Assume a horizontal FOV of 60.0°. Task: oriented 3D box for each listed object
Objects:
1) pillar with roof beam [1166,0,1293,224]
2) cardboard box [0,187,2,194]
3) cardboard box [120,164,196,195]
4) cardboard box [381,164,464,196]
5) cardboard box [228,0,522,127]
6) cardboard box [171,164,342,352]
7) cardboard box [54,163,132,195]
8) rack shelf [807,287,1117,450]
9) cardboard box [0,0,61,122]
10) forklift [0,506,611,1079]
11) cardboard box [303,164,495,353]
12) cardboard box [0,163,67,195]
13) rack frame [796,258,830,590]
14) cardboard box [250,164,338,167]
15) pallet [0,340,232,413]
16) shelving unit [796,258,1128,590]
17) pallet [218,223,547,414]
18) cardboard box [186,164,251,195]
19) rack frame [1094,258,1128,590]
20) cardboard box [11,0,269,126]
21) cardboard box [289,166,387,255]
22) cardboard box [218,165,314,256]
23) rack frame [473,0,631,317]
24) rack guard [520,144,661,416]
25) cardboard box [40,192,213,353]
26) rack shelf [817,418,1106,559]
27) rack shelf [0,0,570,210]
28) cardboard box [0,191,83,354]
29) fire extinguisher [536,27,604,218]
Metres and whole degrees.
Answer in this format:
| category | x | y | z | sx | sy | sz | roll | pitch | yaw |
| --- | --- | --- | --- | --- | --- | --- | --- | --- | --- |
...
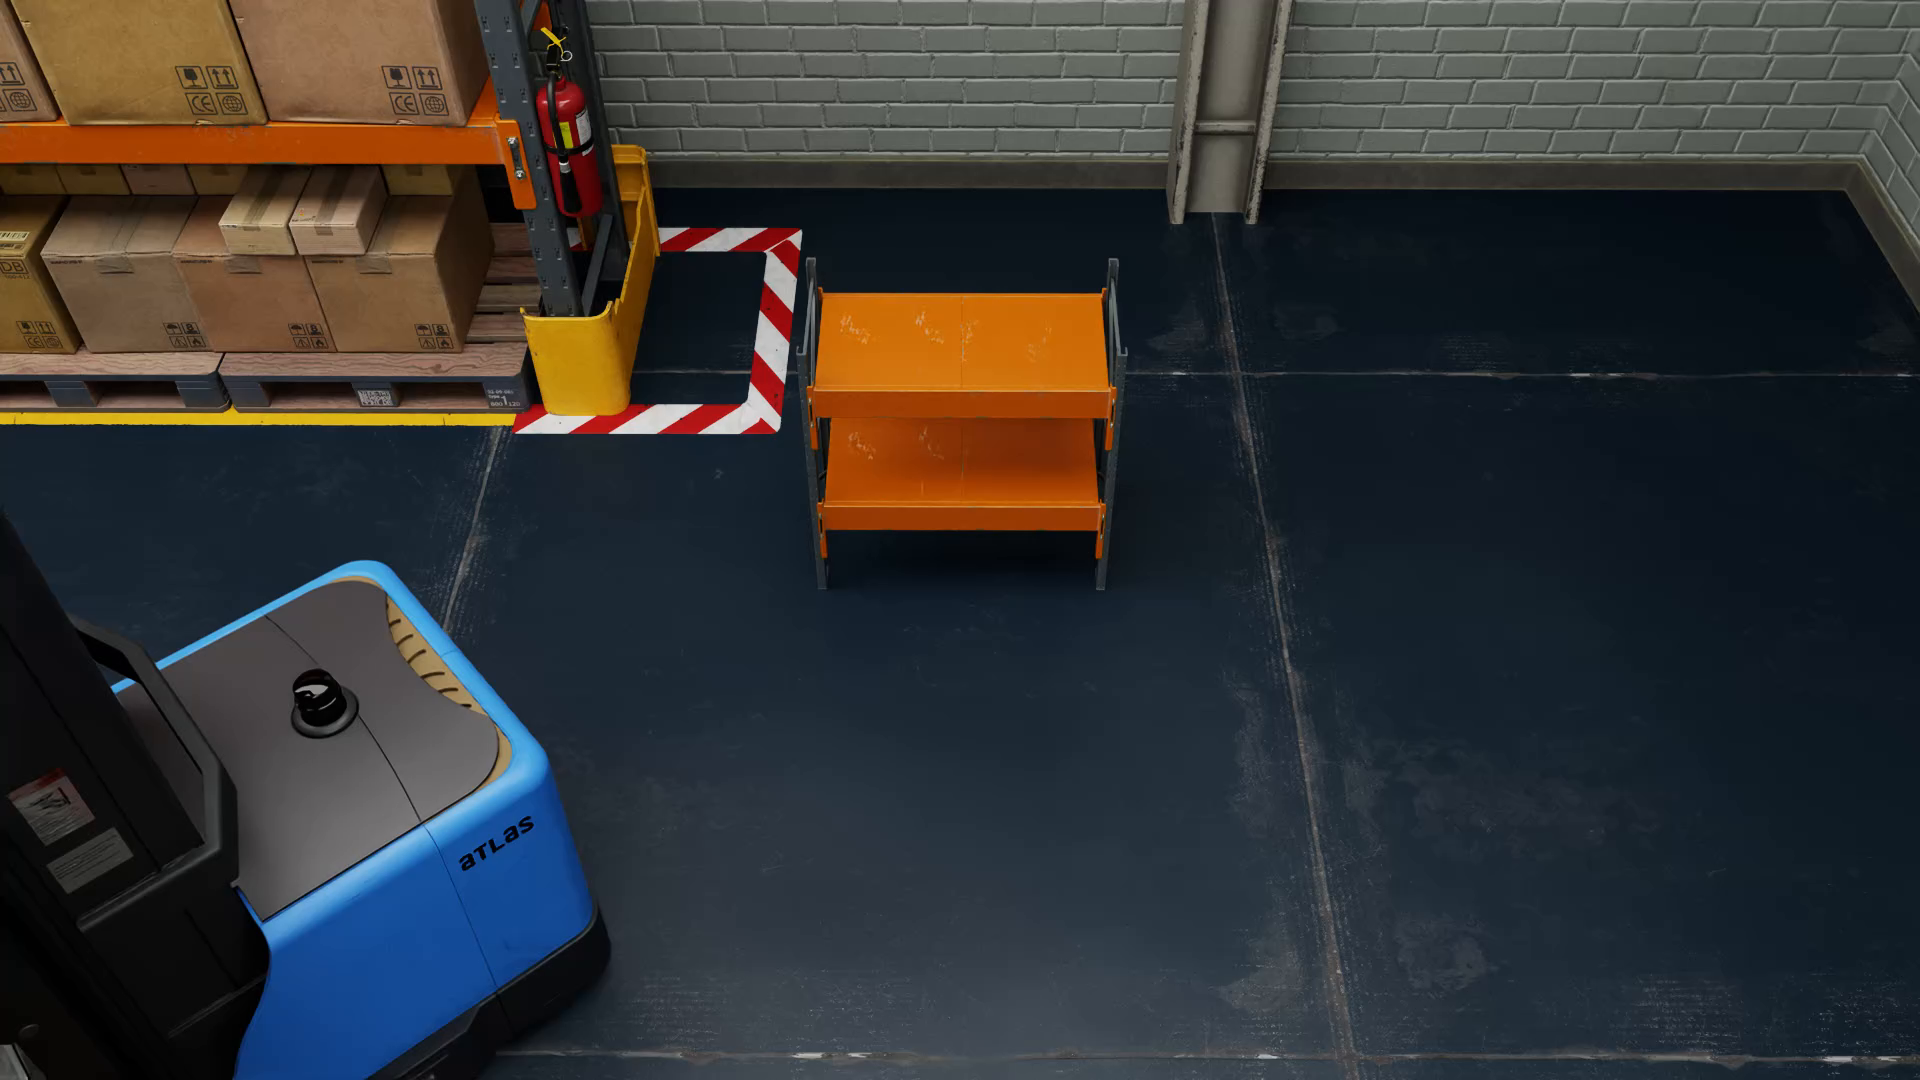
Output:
| category | x | y | z | sx | sy | sz | roll | pitch | yaw |
| --- | --- | --- | --- | --- | --- | --- | --- | --- | --- |
| pillar with roof beam | 1.146 | -1.471 | 1.472 | 0.400 | 9.000 | 9.100 | 0 | 47 | 0 |
| cardboard box | -3.895 | -1.543 | 6.615 | 0.250 | 0.149 | 0.380 | 1 | 47 | 1 |
| cardboard box | -3.127 | -1.542 | 6.614 | 0.250 | 0.149 | 0.380 | 1 | 47 | 1 |
| cardboard box | -2.116 | -1.540 | 6.612 | 0.250 | 0.149 | 0.380 | 0 | 47 | 0 |
| cardboard box | -2.051 | -2.049 | 5.903 | 0.700 | 0.700 | 0.980 | 2 | 47 | 2 |
| cardboard box | -2.742 | -1.174 | 6.714 | 0.500 | 0.500 | 0.700 | 0 | 47 | 0 |
| cardboard box | -3.384 | -1.542 | 6.614 | 0.250 | 0.149 | 0.380 | 1 | 47 | 1 |
| rack shelf | 0.007 | -0.583 | 5.624 | 1.000 | 0.278 | 0.538 | 0 | 47 | 0 |
| cardboard box | -3.541 | -2.052 | 5.905 | 0.700 | 0.700 | 0.980 | -2 | 47 | -2 |
| forklift | -2.495 | 0.736 | 3.563 | 3.031 | 2.935 | 1.130 | -32 | 55 | -26 |
| cardboard box | -2.242 | -1.173 | 6.713 | 0.500 | 0.500 | 0.700 | 0 | 47 | 0 |
| cardboard box | -3.637 | -1.543 | 6.615 | 0.250 | 0.149 | 0.380 | -1 | 47 | -1 |
| rack frame | -0.502 | -0.385 | 5.840 | 0.032 | 1.125 | 0.500 | 0 | 47 | 0 |
| cardboard box | -2.622 | -1.541 | 6.612 | 0.250 | 0.149 | 0.380 | 0 | 47 | 0 |
| pallet | -3.558 | -0.953 | 6.993 | 1.213 | 0.211 | 1.003 | 0 | 47 | 0 |
| shelving unit | 0.007 | -0.383 | 5.838 | 1.048 | 1.125 | 0.538 | 0 | 47 | 0 |
| pallet | -2.341 | -0.947 | 6.988 | 1.213 | 0.211 | 1.003 | 0 | 47 | 0 |
| cardboard box | -2.873 | -1.542 | 6.613 | 0.250 | 0.149 | 0.380 | 1 | 47 | 0 |
| rack frame | 0.515 | -0.382 | 5.837 | 0.032 | 1.125 | 0.500 | 0 | 47 | 0 |
| cardboard box | -2.779 | -2.043 | 5.897 | 0.700 | 0.700 | 0.980 | 0 | 47 | 0 |
| cardboard box | -2.371 | -1.261 | 6.352 | 0.250 | 0.149 | 0.380 | 0 | 47 | 0 |
| cardboard box | -2.626 | -1.261 | 6.352 | 0.250 | 0.149 | 0.380 | 1 | 47 | 1 |
| rack frame | -1.541 | -1.953 | 6.018 | 0.127 | 3.000 | 1.000 | 0 | 47 | 0 |
| rack guard | -1.517 | -1.101 | 6.933 | 0.348 | 0.500 | 1.175 | 0 | 47 | 0 |
| cardboard box | -3.245 | -1.175 | 6.715 | 0.500 | 0.500 | 0.700 | -1 | 47 | -1 |
| rack shelf | 0.007 | -0.217 | 6.017 | 1.000 | 0.278 | 0.538 | 0 | 47 | 0 |
| rack shelf | -3.541 | -1.713 | 6.287 | 4.000 | 0.370 | 1.077 | 0 | 47 | 0 |
| cardboard box | -3.778 | -1.171 | 6.712 | 0.500 | 0.500 | 0.700 | 1 | 47 | 1 |
| fire extinguisher | -1.392 | -1.461 | 5.868 | 0.183 | 0.674 | 0.296 | 0 | 47 | 0 |
